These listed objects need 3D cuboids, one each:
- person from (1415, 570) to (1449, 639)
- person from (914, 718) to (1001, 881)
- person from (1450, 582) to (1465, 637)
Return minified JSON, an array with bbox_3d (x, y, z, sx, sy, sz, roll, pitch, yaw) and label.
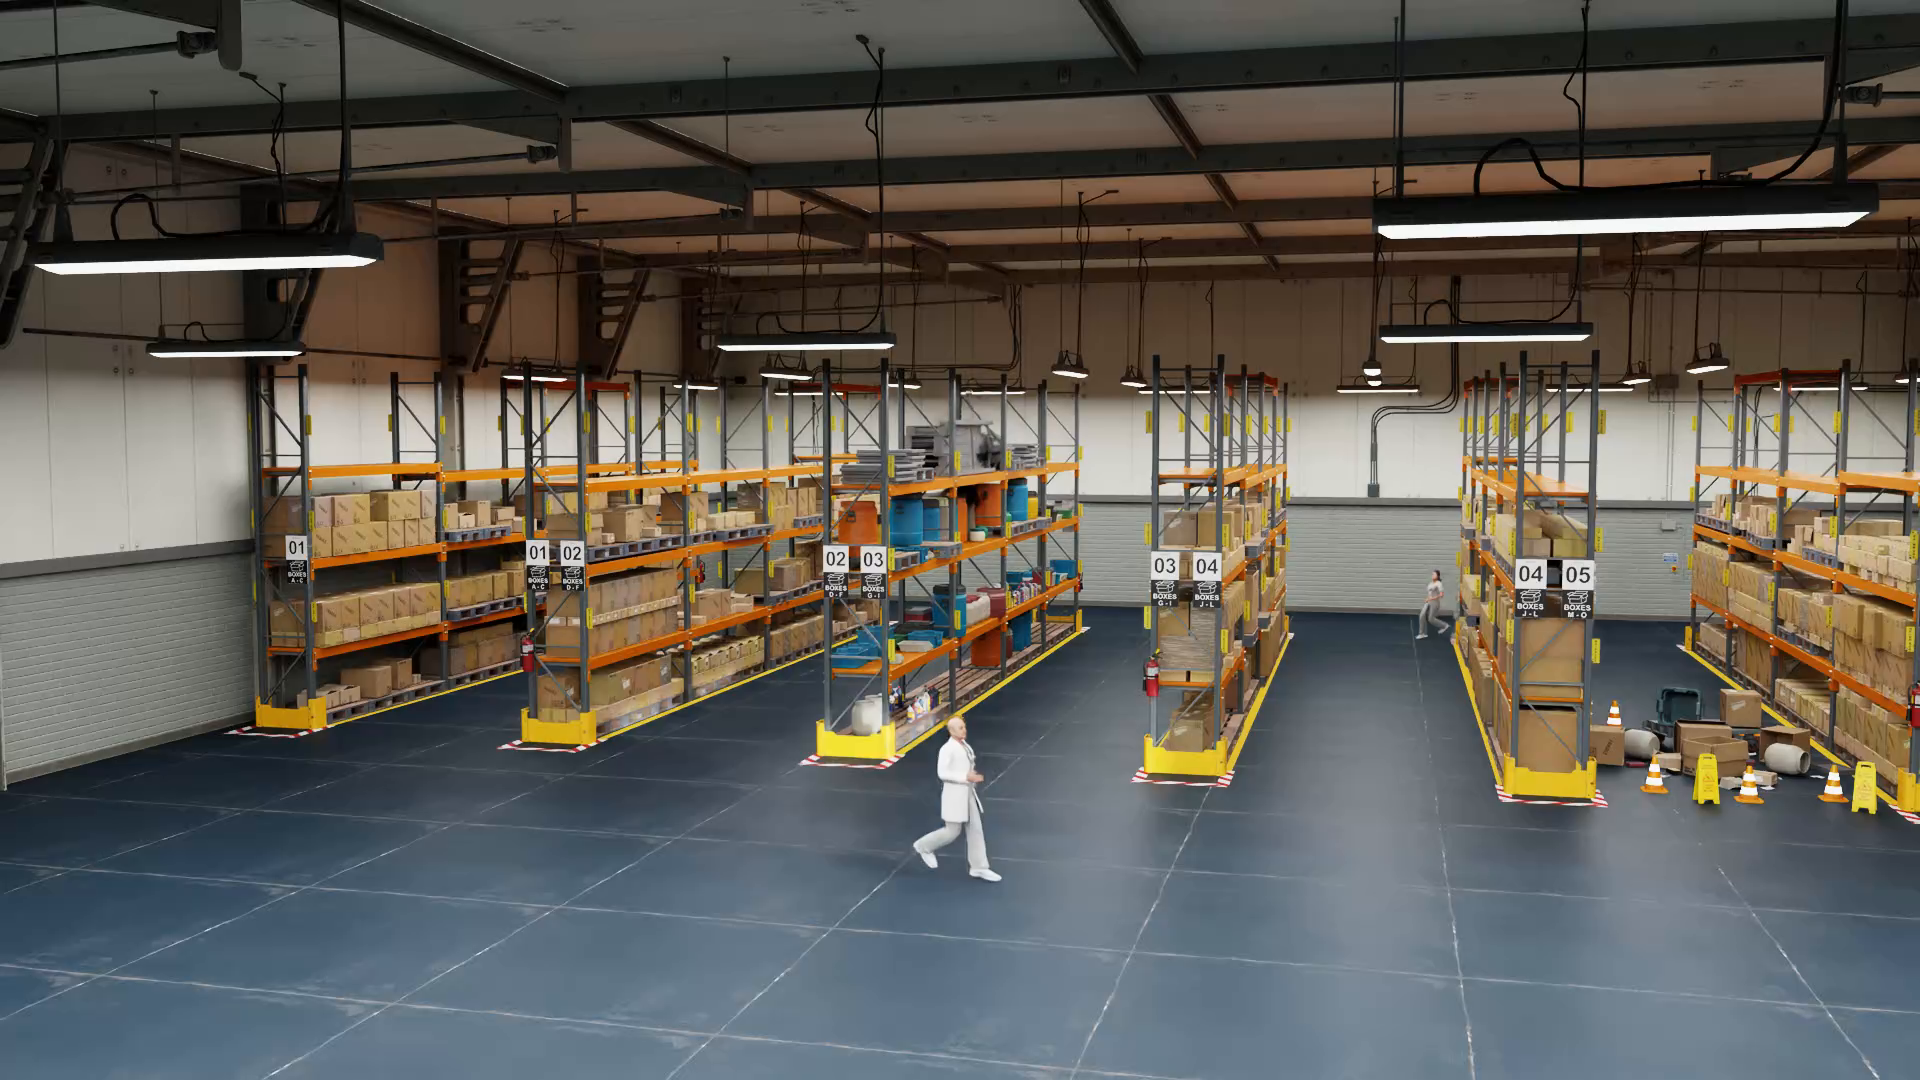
[{"bbox_3d":[11.140,1.511,38.969,0.811,1.639,0.603,-1,4,-16],"label":"person"},{"bbox_3d":[-0.025,2.833,18.304,1.047,1.768,0.708,2,5,30],"label":"person"},{"bbox_3d":[11.934,1.441,39.160,0.624,1.725,0.704,0,4,-6],"label":"person"}]
